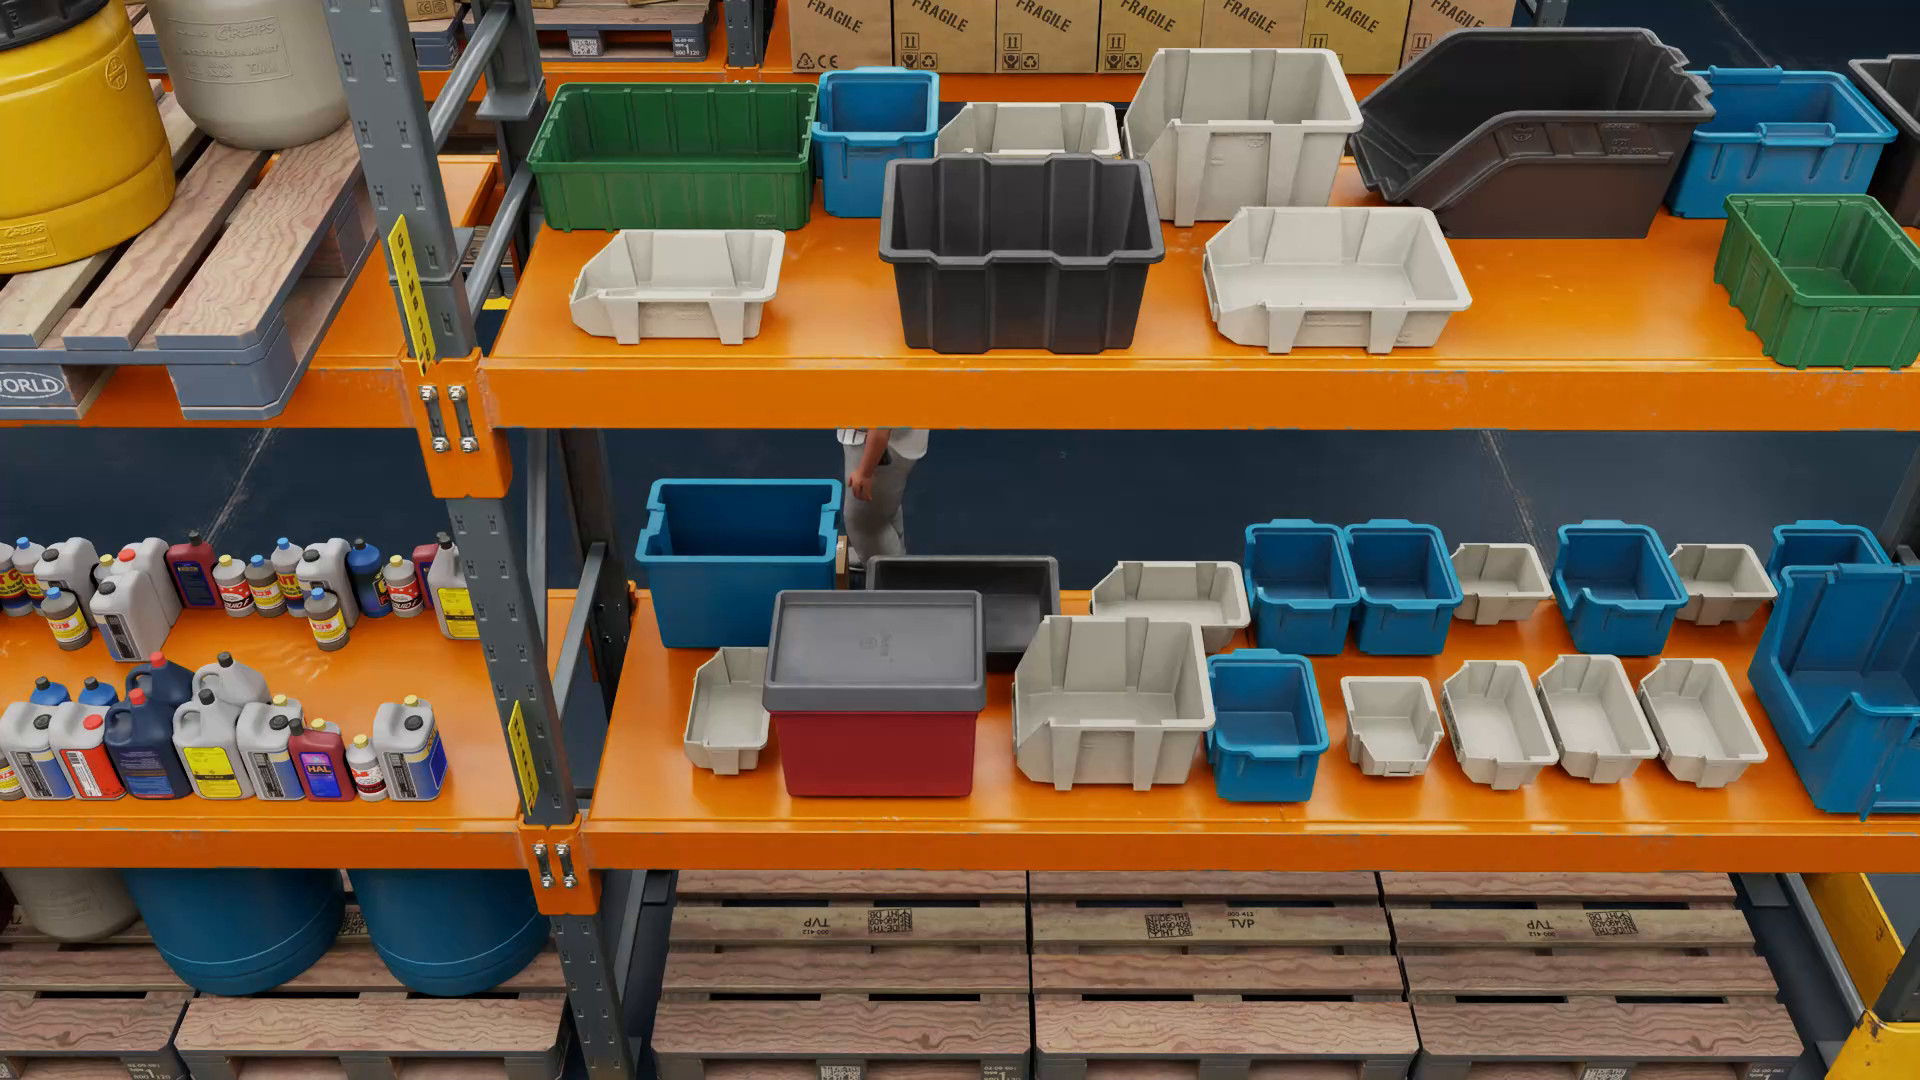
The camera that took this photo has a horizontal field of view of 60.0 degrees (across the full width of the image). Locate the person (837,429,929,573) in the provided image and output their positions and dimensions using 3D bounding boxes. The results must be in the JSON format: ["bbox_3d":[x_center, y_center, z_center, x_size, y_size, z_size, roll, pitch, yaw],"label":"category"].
[{"bbox_3d":[-0.337,-0.427,6.670,0.434,1.748,0.594,-1,39,-1],"label":"person"}]
